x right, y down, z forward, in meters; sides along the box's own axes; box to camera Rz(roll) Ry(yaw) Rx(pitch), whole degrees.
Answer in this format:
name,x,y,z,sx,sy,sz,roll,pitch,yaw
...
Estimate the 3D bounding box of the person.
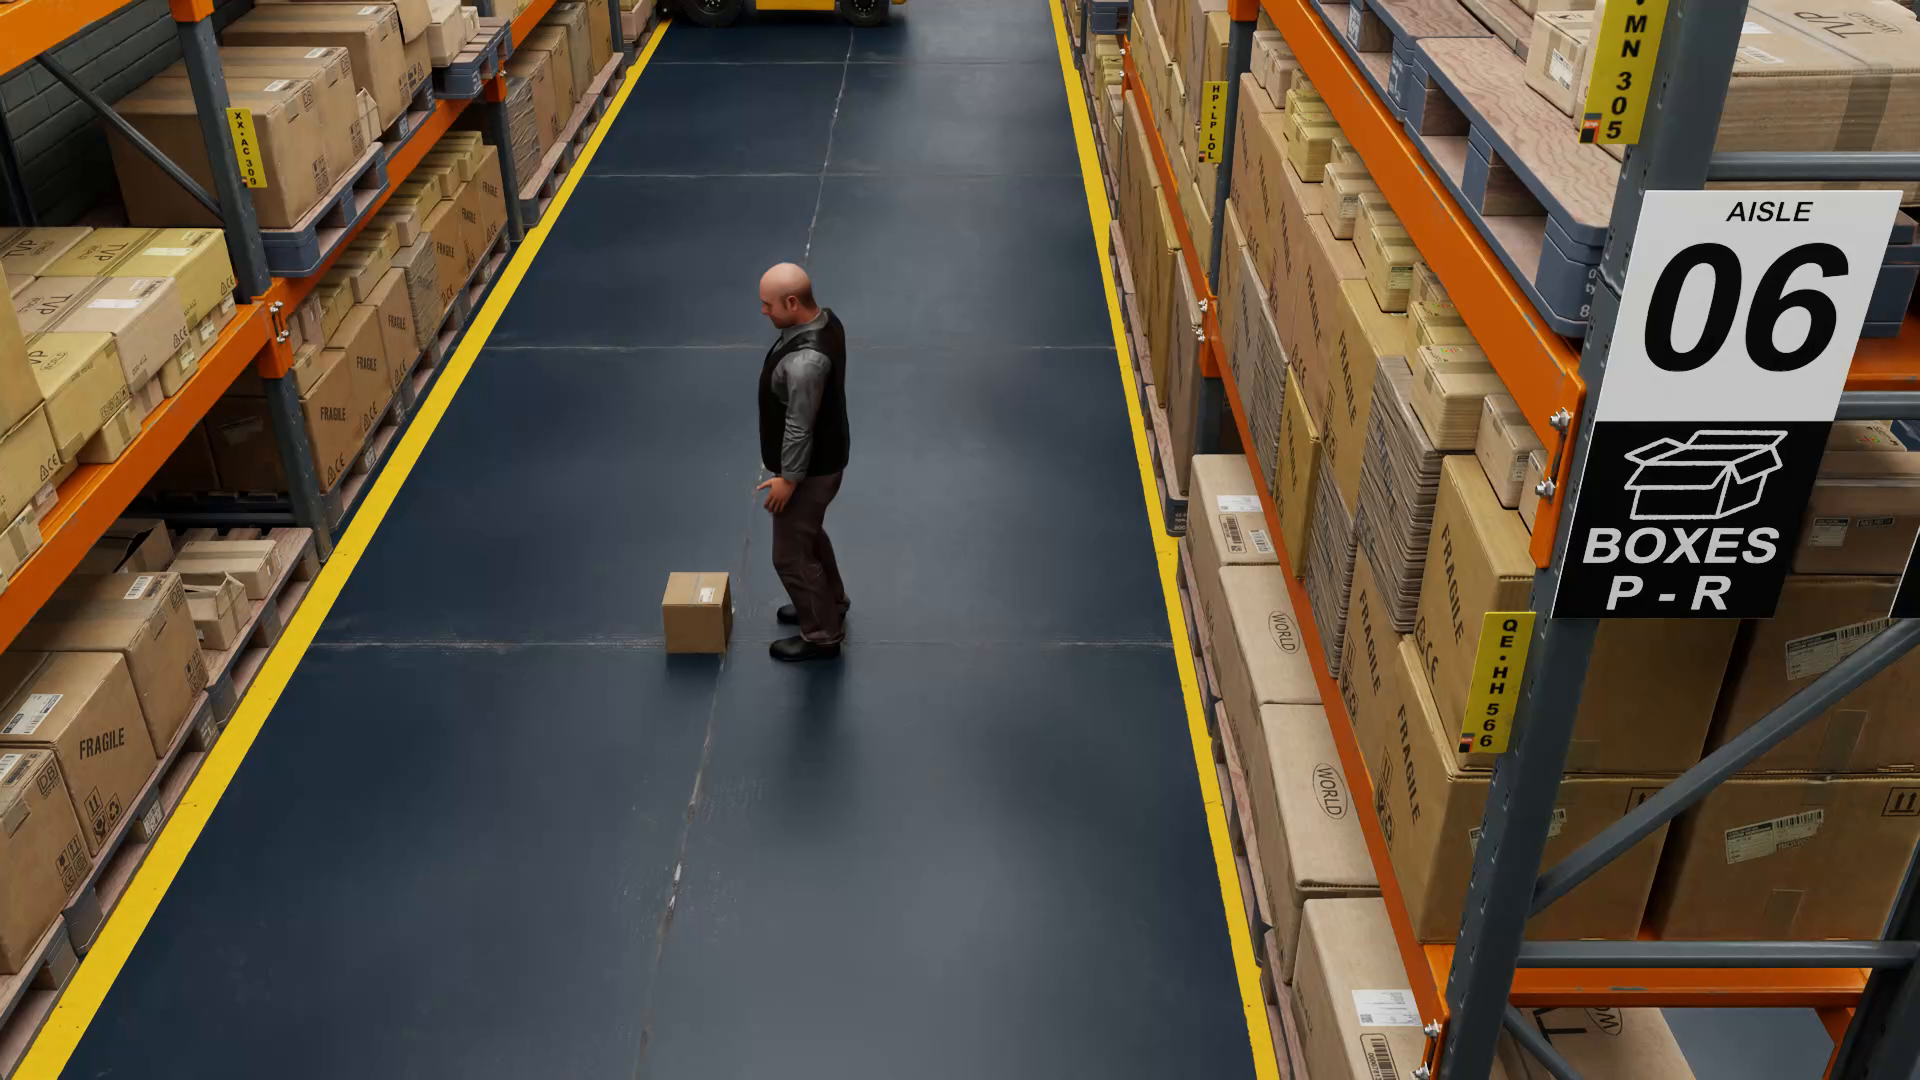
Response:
name,x,y,z,sx,sy,sz,roll,pitch,yaw
person,-0.623,-0.301,6.674,0.361,1.711,0.538,0,31,1
